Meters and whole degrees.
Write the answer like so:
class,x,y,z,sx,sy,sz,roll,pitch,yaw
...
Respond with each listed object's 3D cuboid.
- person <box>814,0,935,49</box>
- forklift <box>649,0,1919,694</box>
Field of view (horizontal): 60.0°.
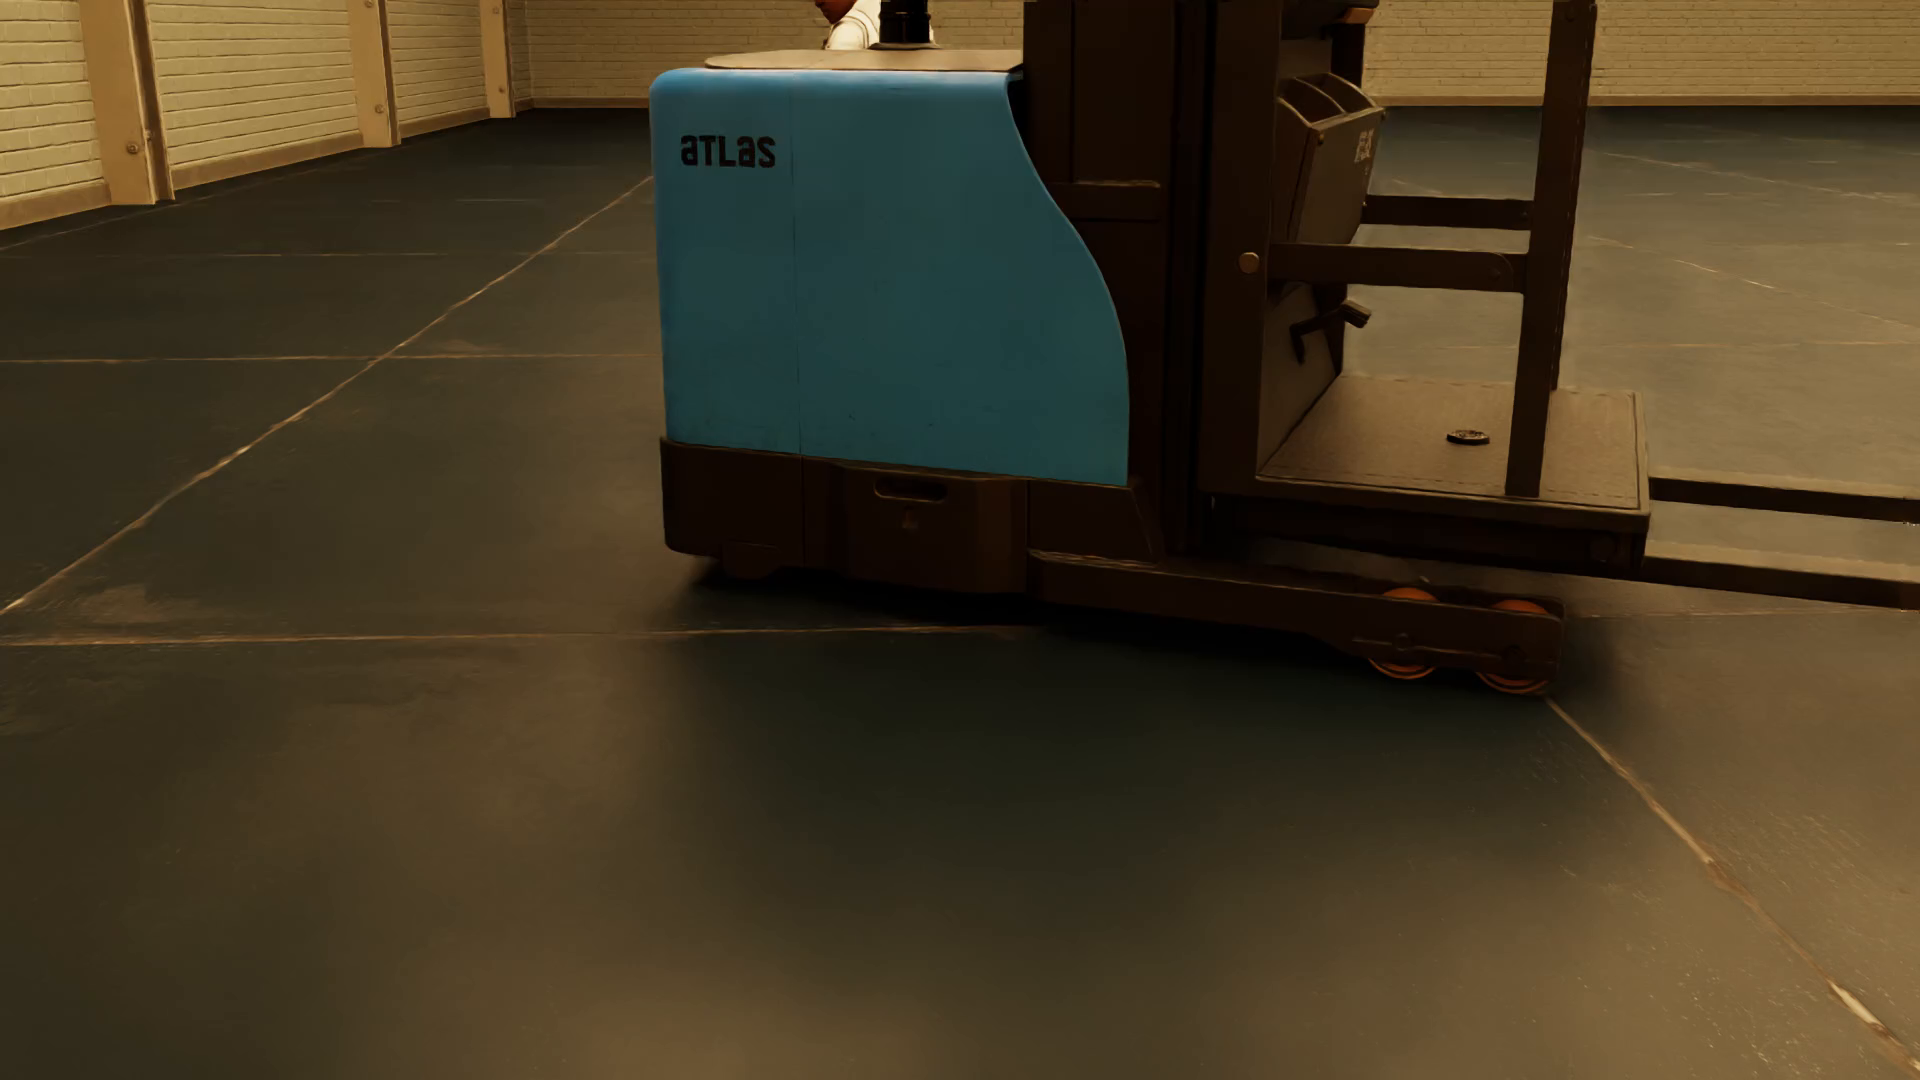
class,x,y,z,sx,sy,sz,roll,pitch,yaw
person,-0.265,-1.146,5.256,0.610,1.451,0.681,-9,19,-26
forklift,0.923,-1.299,3.155,3.031,2.935,1.130,6,18,20
